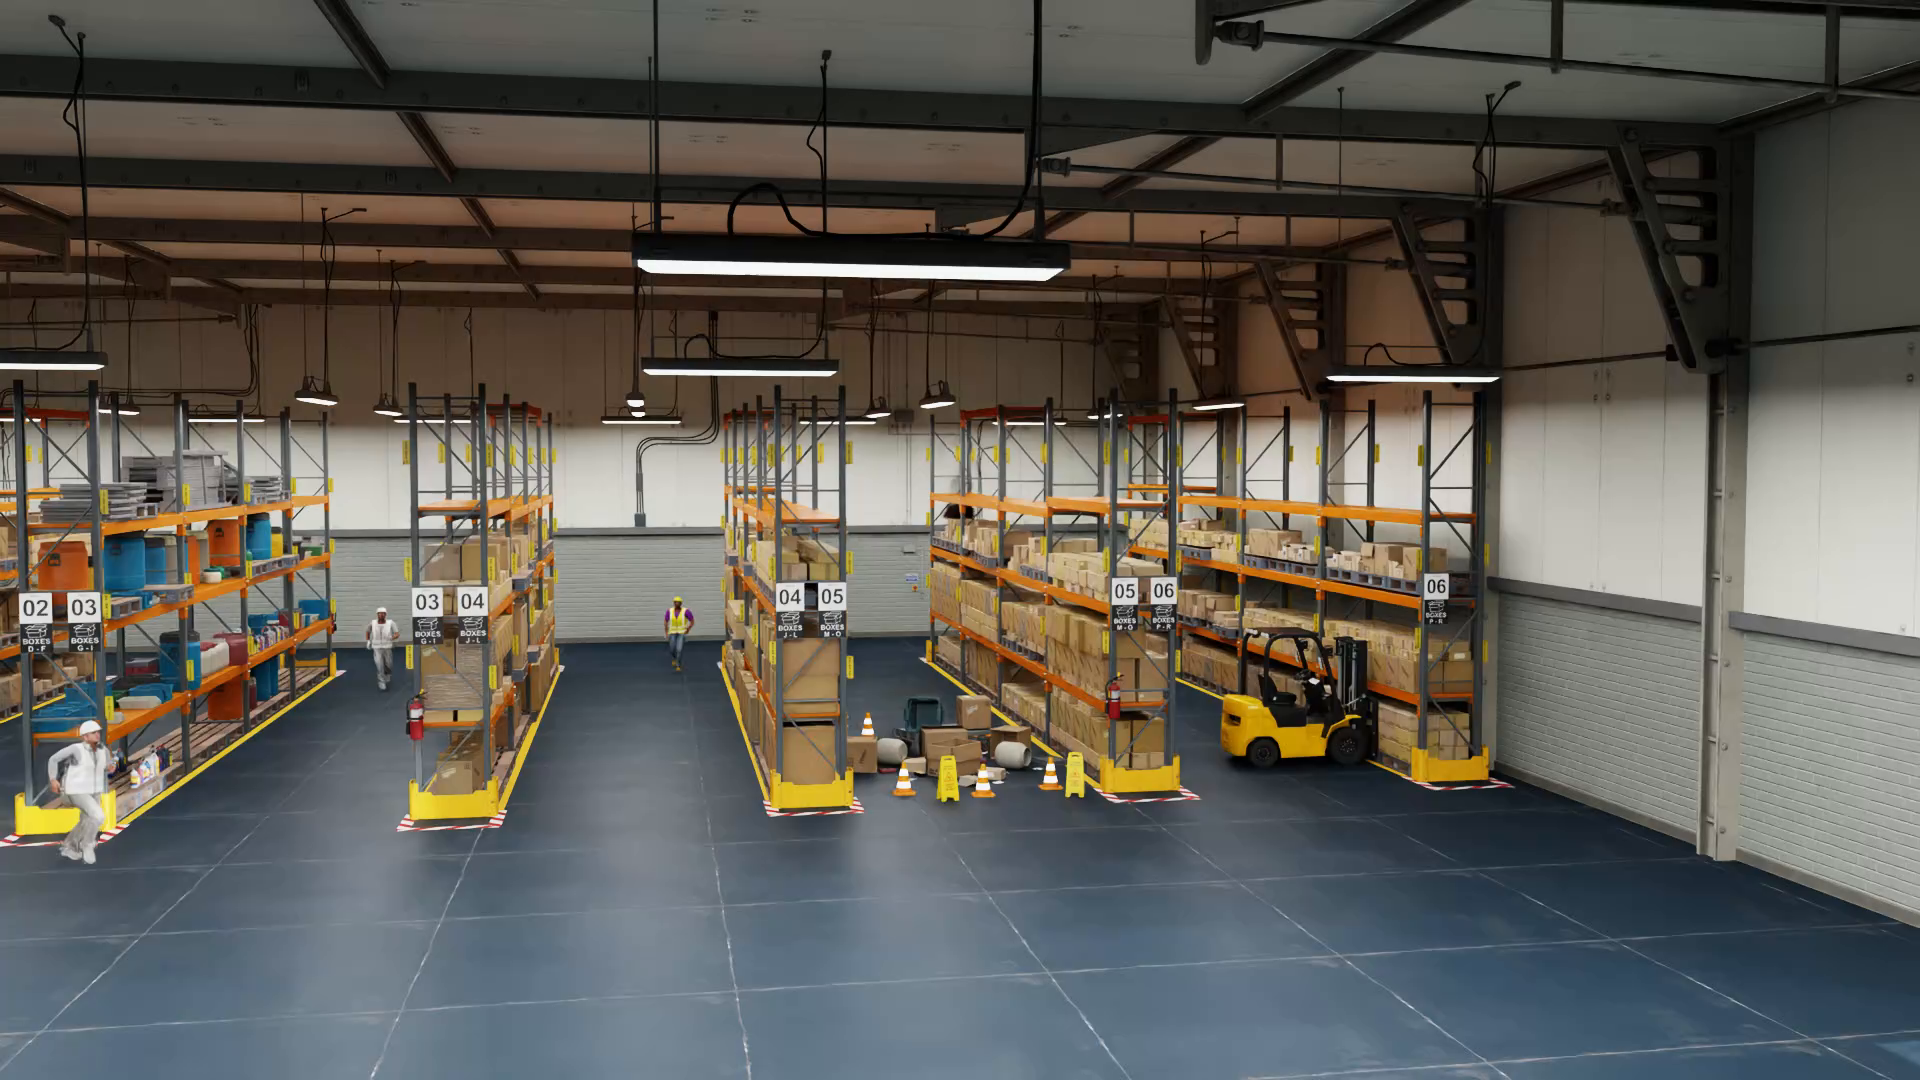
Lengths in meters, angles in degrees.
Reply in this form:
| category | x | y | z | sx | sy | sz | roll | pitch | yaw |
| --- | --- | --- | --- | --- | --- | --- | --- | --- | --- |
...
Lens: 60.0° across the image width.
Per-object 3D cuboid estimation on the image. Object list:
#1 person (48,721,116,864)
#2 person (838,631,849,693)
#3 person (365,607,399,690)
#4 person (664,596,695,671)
| category | x | y | z | sx | sy | sz | roll | pitch | yaw |
| --- | --- | --- | --- | --- | --- | --- | --- | --- | --- |
| person | -10.697 | 3.082 | 20.342 | 0.805 | 1.752 | 0.684 | 1 | 3 | 20 |
| person | -2.665 | 2.382 | 34.975 | 0.652 | 1.754 | 0.740 | 0 | 3 | -8 |
| person | -12.366 | 2.313 | 35.604 | 0.688 | 1.758 | 0.844 | -1 | 3 | -17 |
| person | -6.549 | 2.177 | 38.791 | 0.720 | 1.738 | 0.577 | 0 | 3 | 1 |
